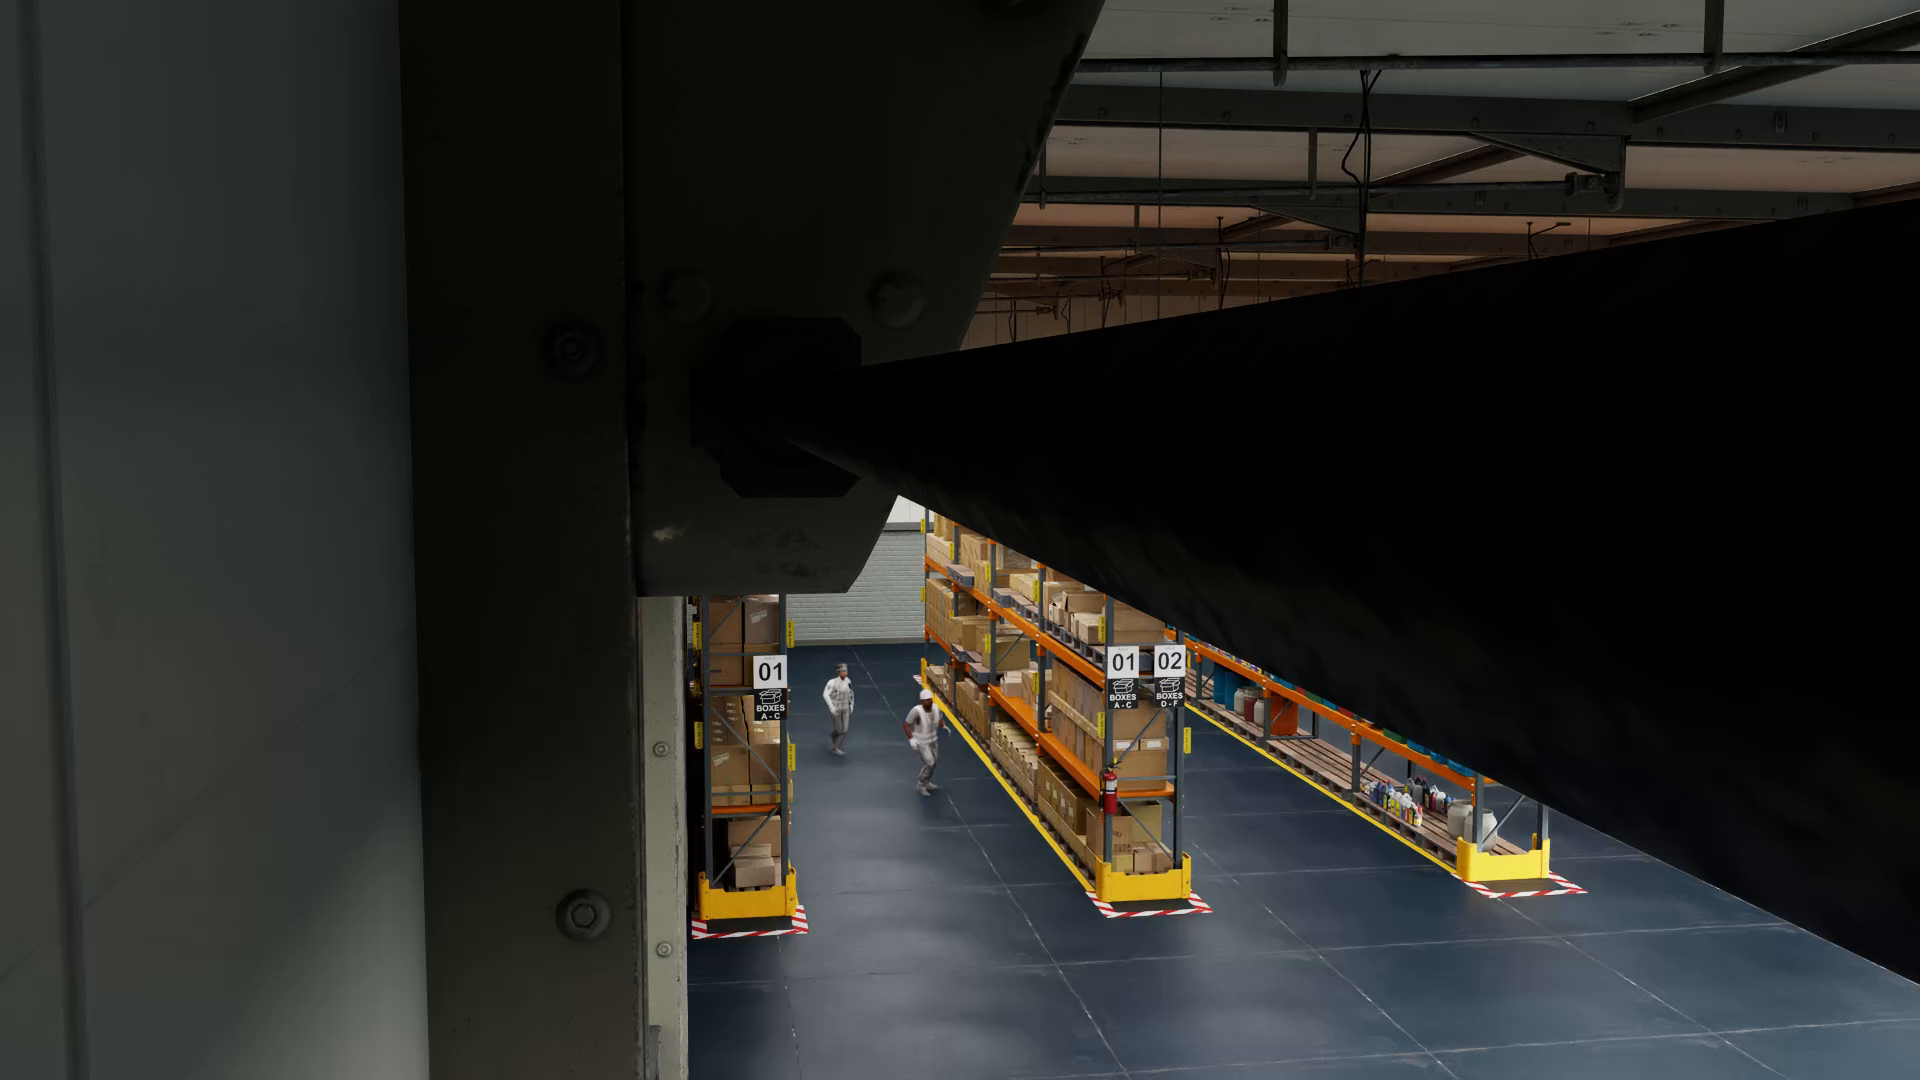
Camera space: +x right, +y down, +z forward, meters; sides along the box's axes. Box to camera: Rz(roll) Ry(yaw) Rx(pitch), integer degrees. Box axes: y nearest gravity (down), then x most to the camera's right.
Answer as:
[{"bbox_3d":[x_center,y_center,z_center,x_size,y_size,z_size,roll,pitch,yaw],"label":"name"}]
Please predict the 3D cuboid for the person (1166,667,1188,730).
[{"bbox_3d":[4.016,2.791,31.617,0.612,1.507,1.046,1,5,7],"label":"person"}]

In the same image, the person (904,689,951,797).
[{"bbox_3d":[-0.500,3.187,26.293,0.741,1.712,0.695,5,7,42],"label":"person"}]

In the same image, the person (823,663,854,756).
[{"bbox_3d":[-2.145,2.954,29.258,0.616,1.633,0.521,-3,6,-29],"label":"person"}]
